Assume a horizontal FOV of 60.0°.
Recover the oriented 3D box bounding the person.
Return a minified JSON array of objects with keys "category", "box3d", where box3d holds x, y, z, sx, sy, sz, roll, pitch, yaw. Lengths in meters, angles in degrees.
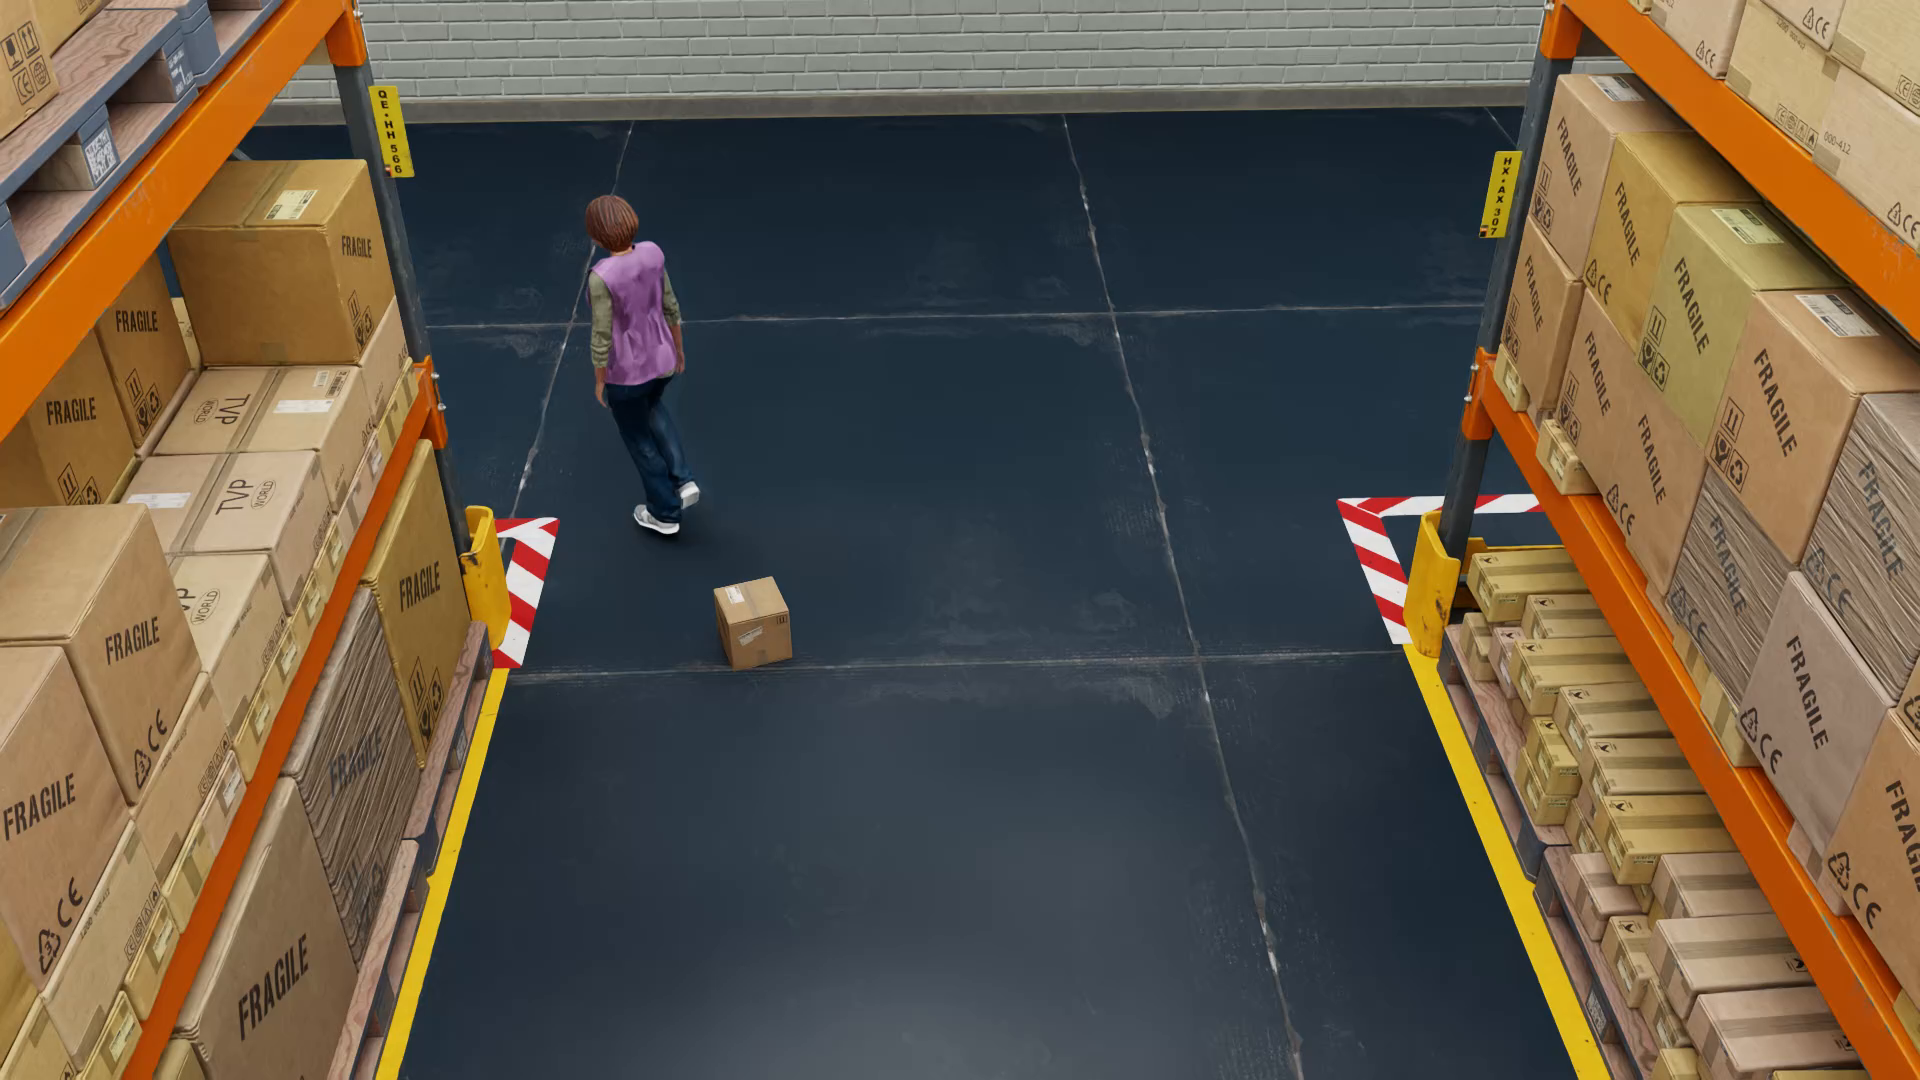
[{"category":"person","box3d":[-1.389,-0.740,7.136,0.395,1.592,0.464,26,43,32]}]
